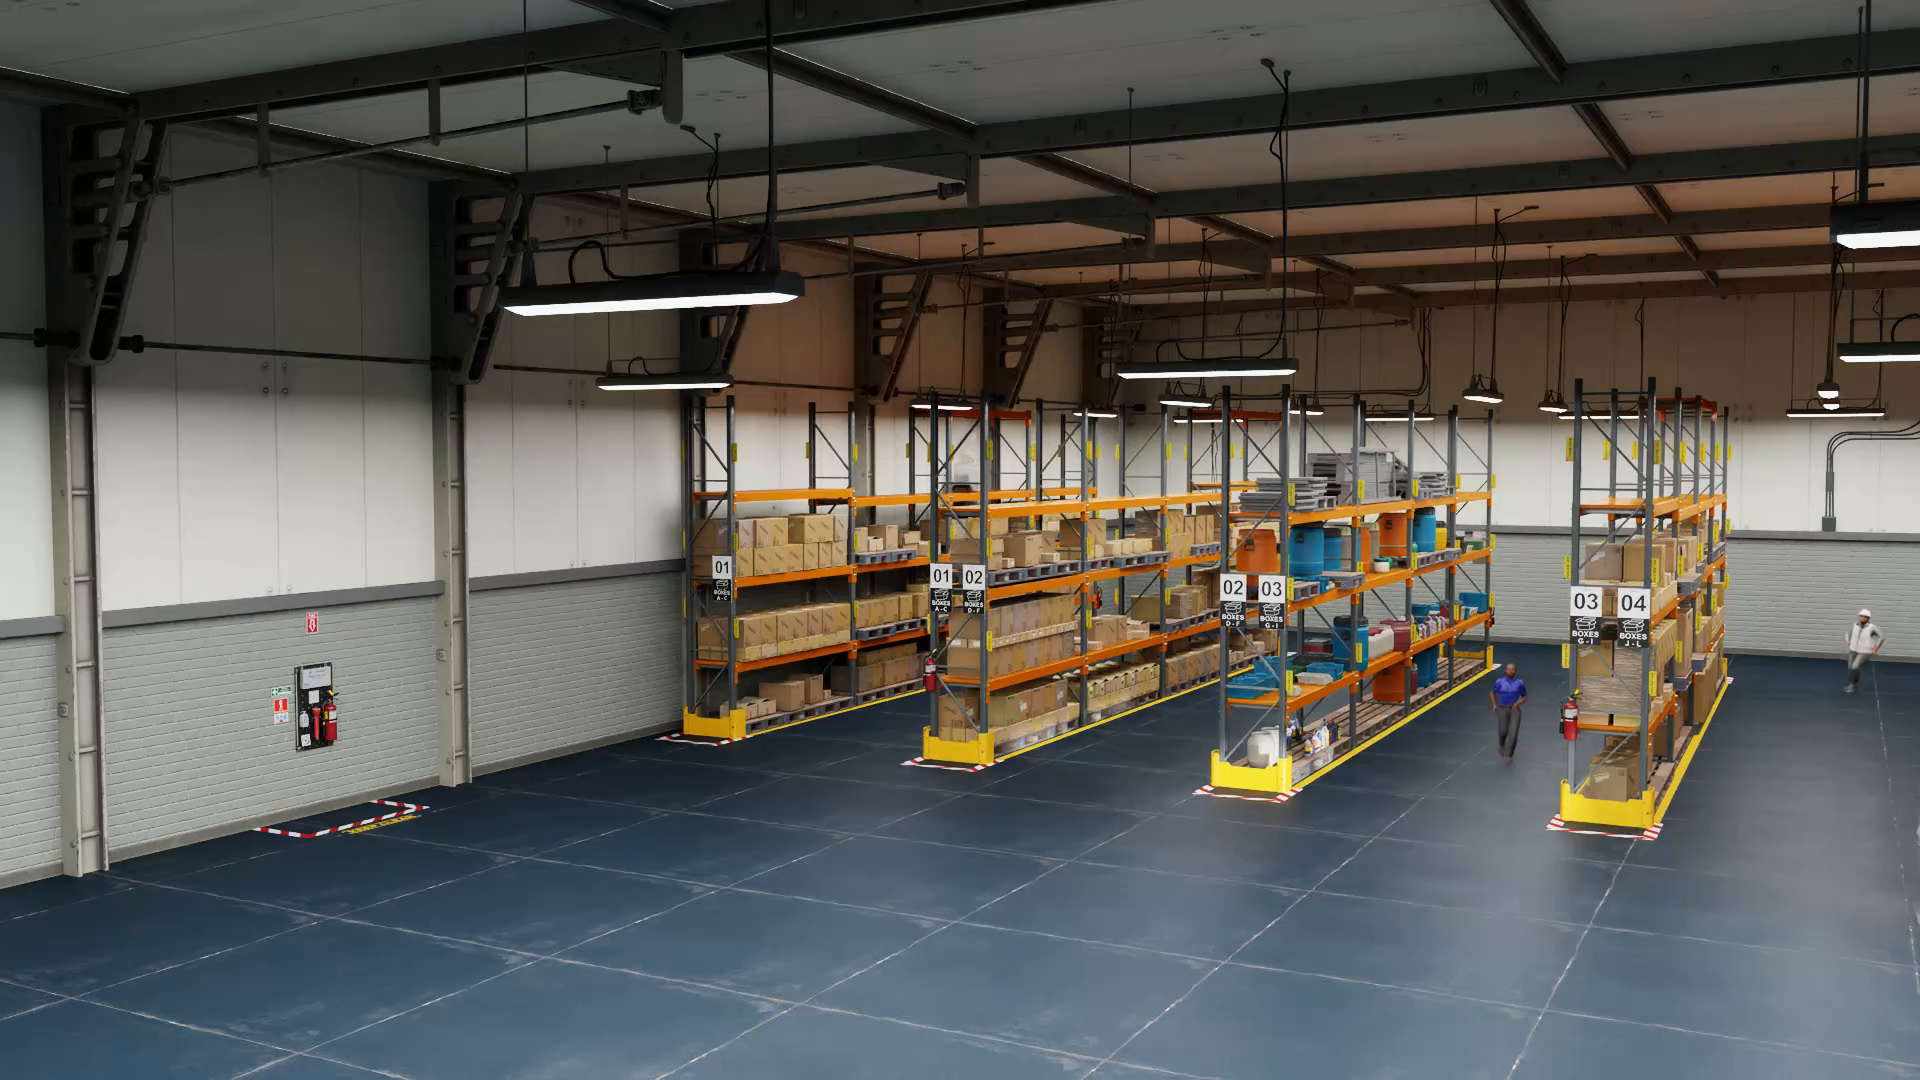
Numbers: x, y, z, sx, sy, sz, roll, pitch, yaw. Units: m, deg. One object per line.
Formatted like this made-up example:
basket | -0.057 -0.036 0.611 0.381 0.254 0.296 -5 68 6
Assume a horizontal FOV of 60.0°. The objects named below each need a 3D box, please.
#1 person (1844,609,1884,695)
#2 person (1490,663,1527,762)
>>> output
person | 18.685 2.325 34.486 0.706 1.797 0.736 -2 4 -35
person | 8.812 2.781 26.701 0.558 1.616 0.584 1 3 16
